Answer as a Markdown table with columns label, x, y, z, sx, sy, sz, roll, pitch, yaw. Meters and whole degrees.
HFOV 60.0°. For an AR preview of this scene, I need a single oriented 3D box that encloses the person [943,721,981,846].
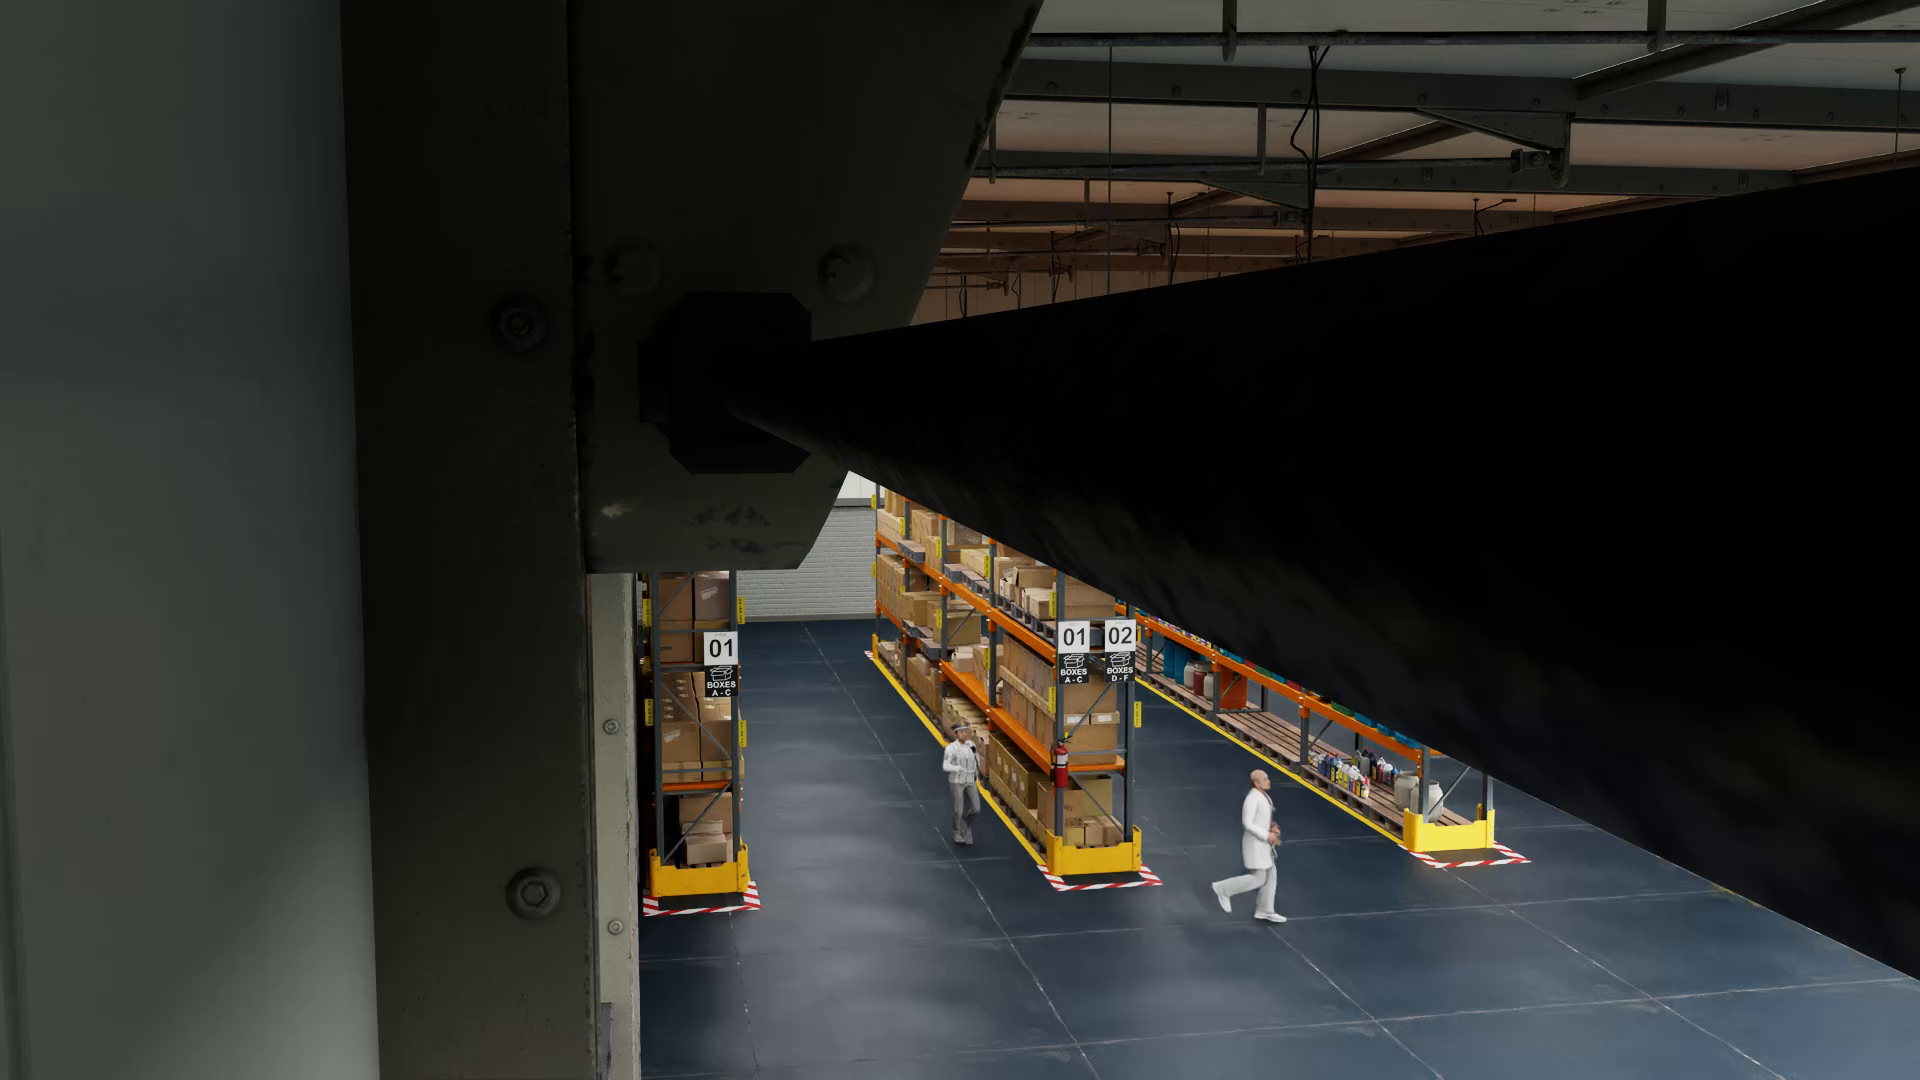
| label | x | y | z | sx | sy | sz | roll | pitch | yaw |
| --- | --- | --- | --- | --- | --- | --- | --- | --- | --- |
| person | 0.068 | 3.237 | 22.049 | 0.596 | 1.685 | 0.614 | -2 | 6 | -22 |

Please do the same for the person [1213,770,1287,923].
| label | x | y | z | sx | sy | sz | roll | pitch | yaw |
| --- | --- | --- | --- | --- | --- | --- | --- | --- | --- |
| person | 3.365 | 3.507 | 19.159 | 0.835 | 1.769 | 0.717 | 2 | 6 | 19 |
